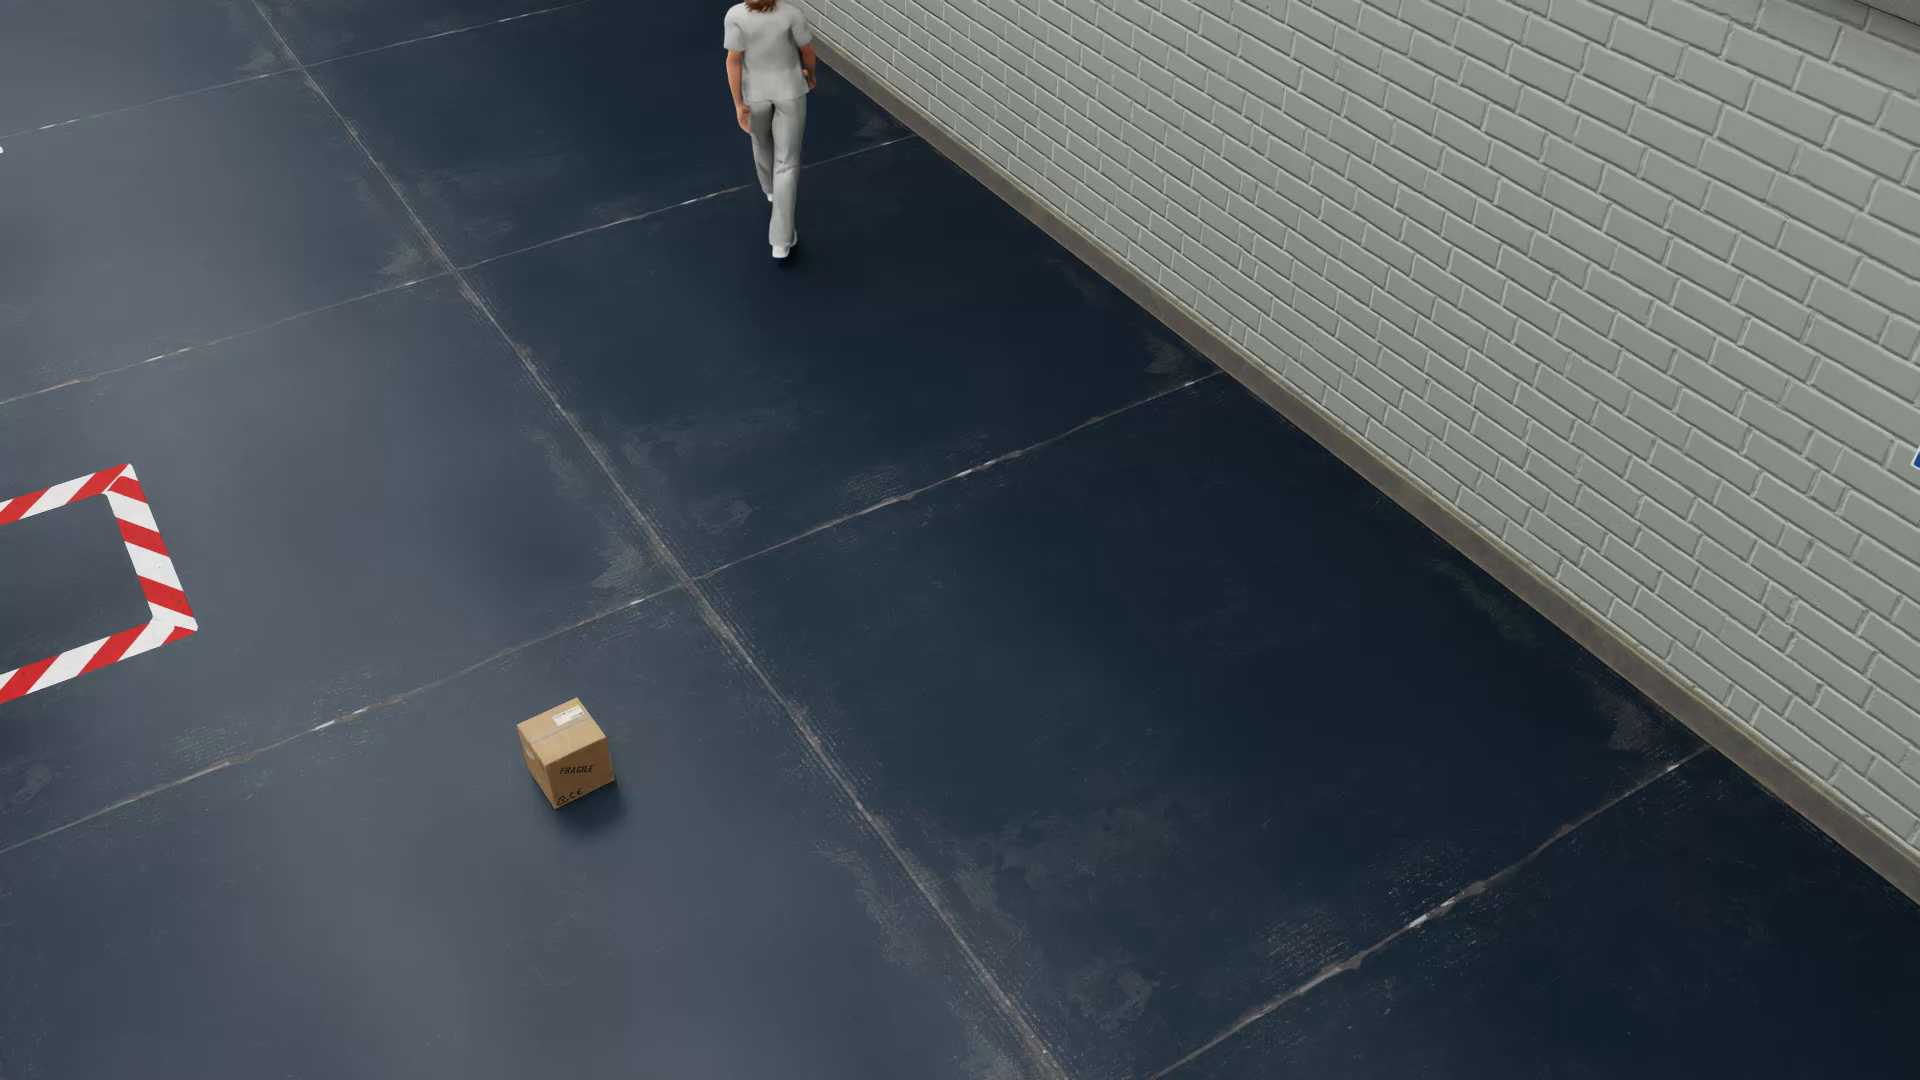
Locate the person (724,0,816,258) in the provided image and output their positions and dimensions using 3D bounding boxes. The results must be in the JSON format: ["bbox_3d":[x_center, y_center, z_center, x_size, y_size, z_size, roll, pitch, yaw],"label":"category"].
[{"bbox_3d":[-0.983,-2.443,8.964,0.446,1.619,0.937,4,41,4],"label":"person"}]
